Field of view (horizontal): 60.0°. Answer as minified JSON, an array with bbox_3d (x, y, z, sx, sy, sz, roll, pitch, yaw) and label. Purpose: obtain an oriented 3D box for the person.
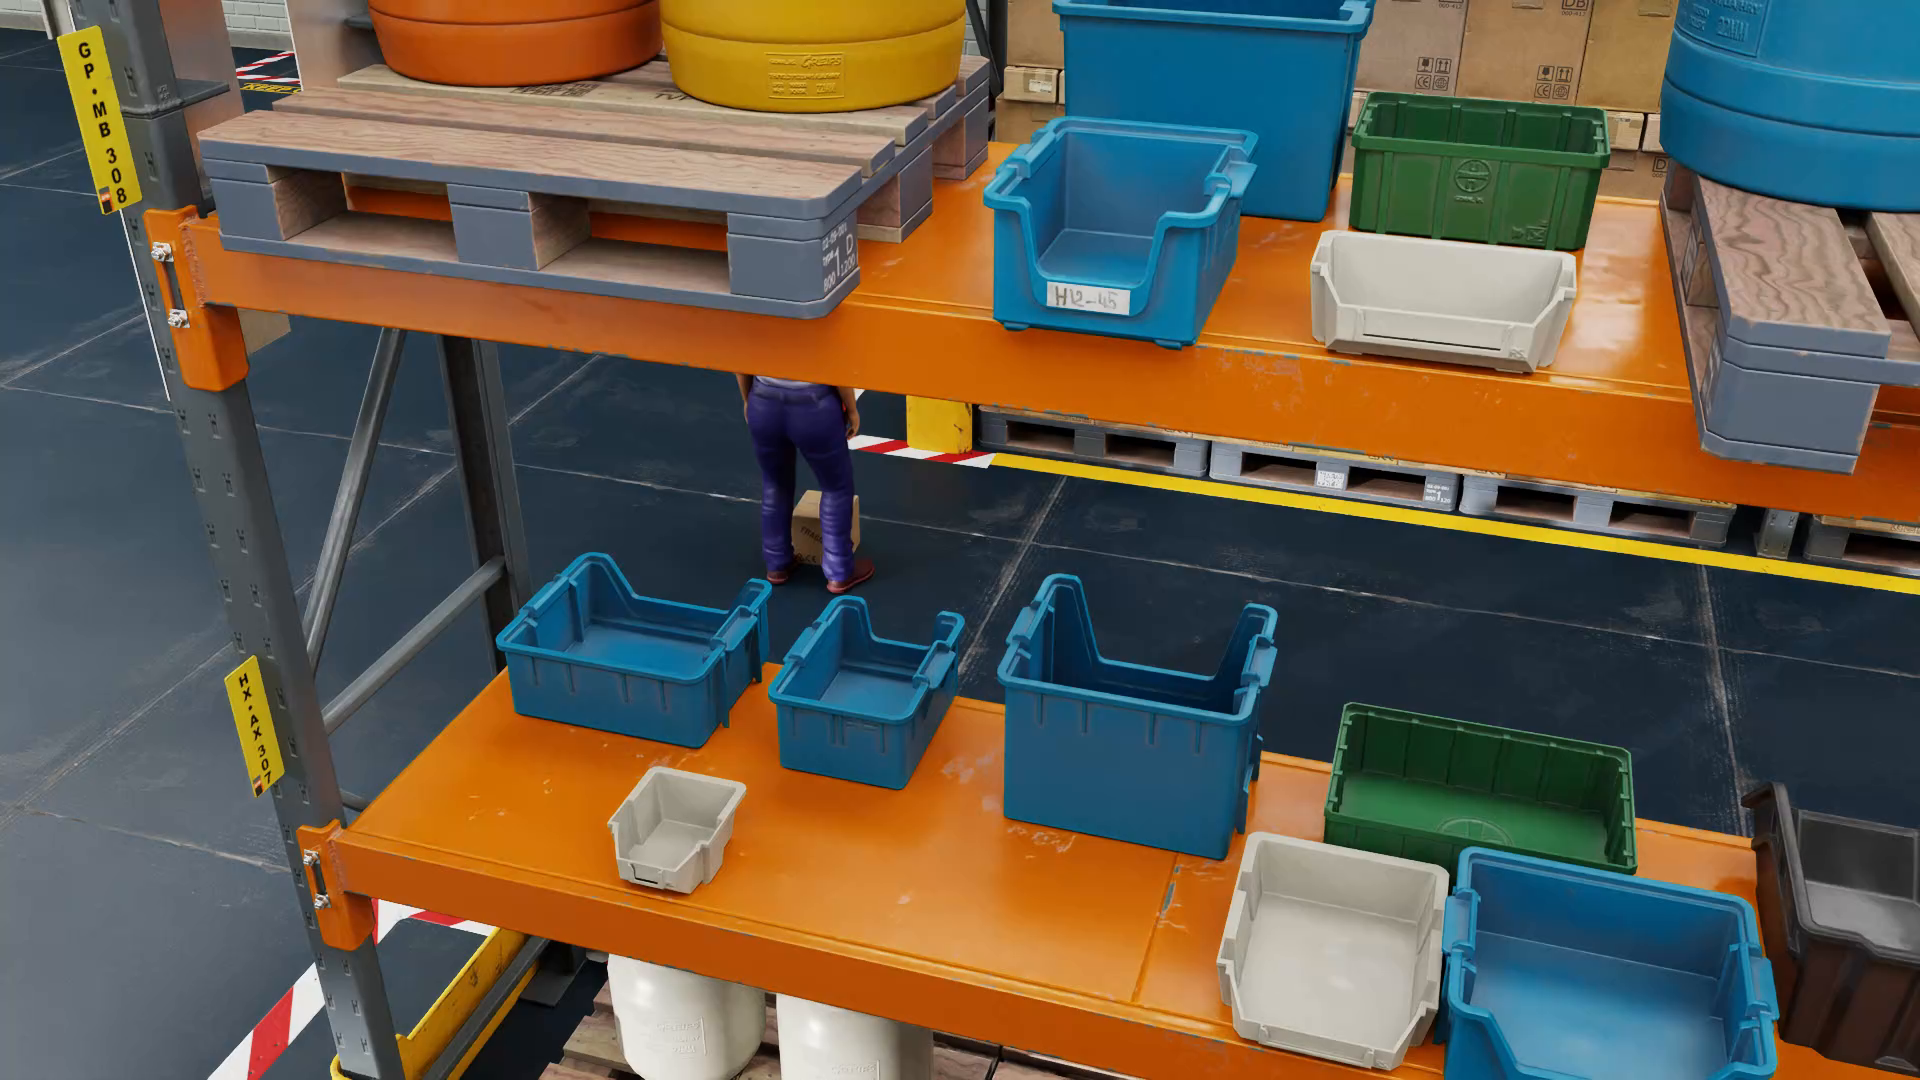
[{"bbox_3d":[-0.684,-0.549,7.109,0.547,1.651,0.367,8,30,14],"label":"person"}]
